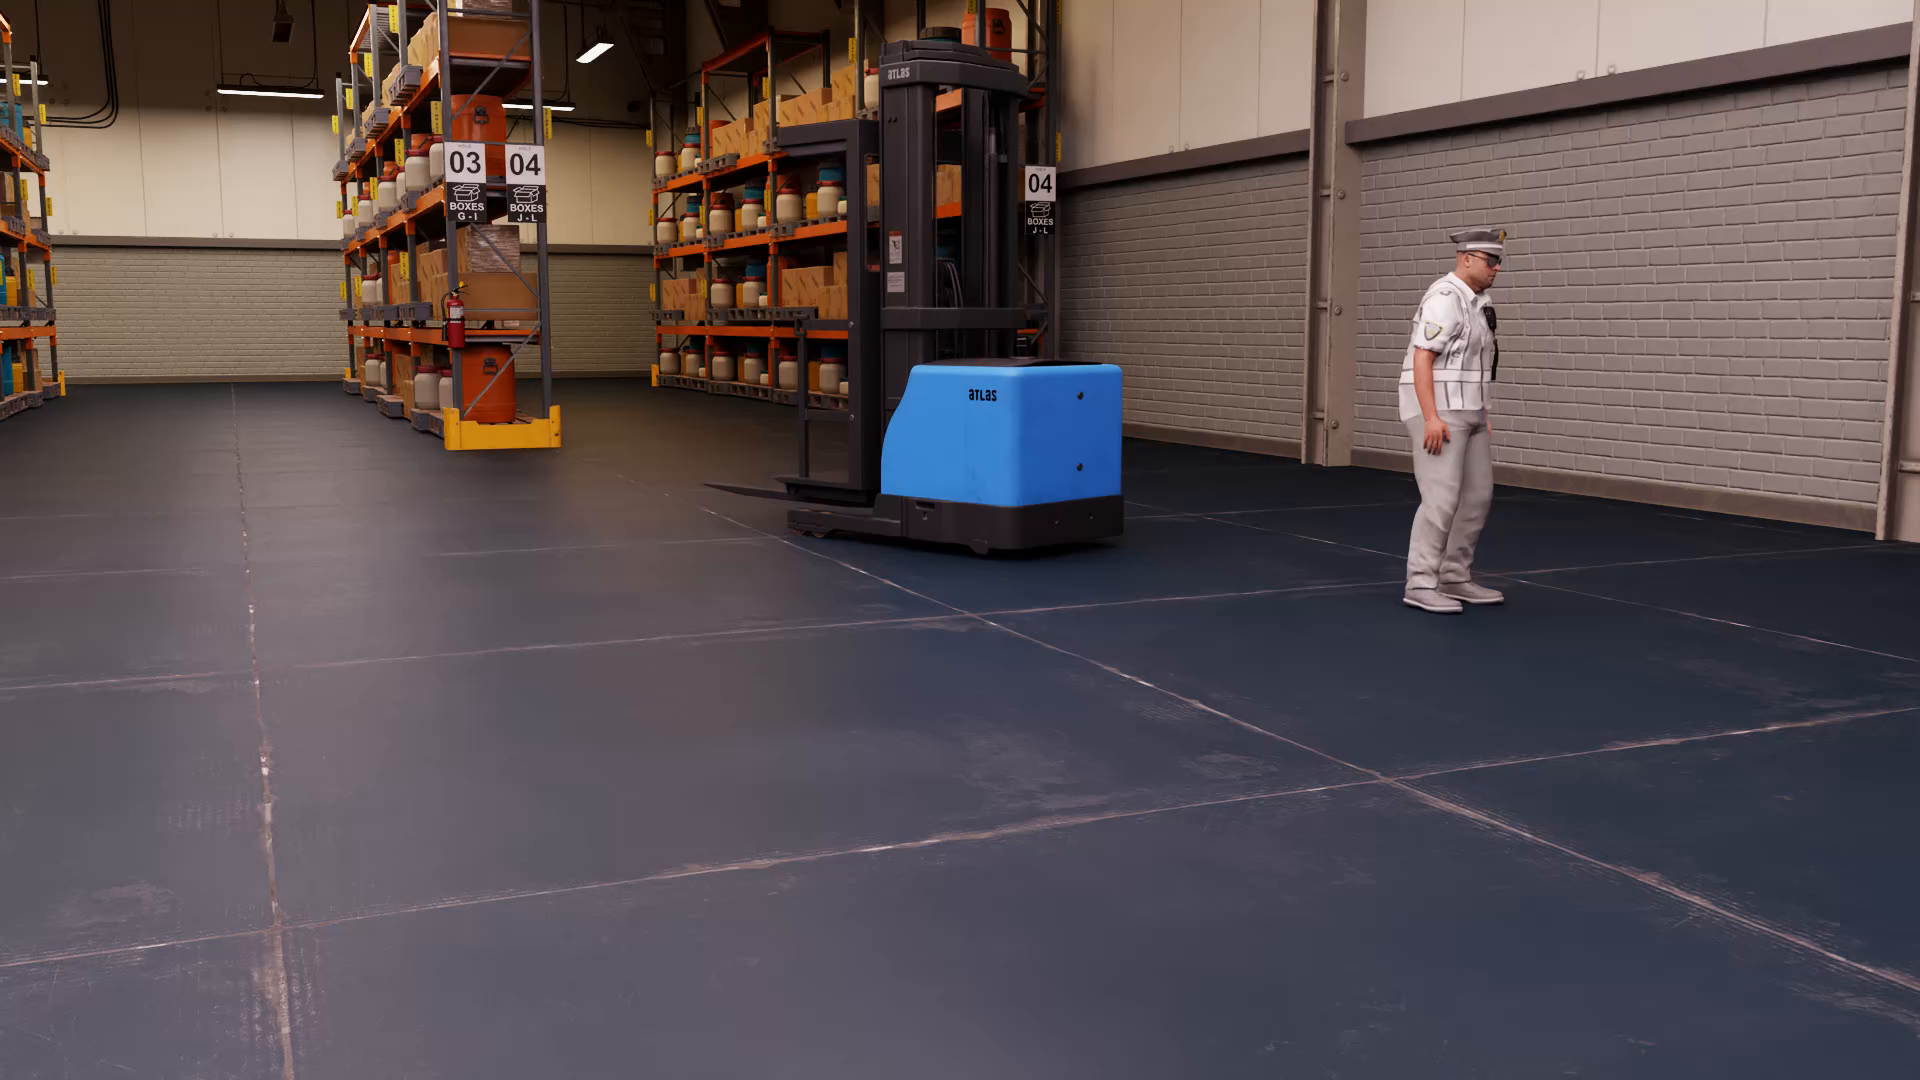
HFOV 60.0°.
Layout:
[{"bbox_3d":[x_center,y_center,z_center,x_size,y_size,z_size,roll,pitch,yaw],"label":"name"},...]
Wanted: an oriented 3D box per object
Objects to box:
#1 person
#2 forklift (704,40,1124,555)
[{"bbox_3d":[2.298,-0.567,7.766,0.442,1.746,0.594,7,10,43],"label":"person"},{"bbox_3d":[-0.436,-1.509,10.383,3.031,2.935,1.130,7,10,44],"label":"forklift"}]
